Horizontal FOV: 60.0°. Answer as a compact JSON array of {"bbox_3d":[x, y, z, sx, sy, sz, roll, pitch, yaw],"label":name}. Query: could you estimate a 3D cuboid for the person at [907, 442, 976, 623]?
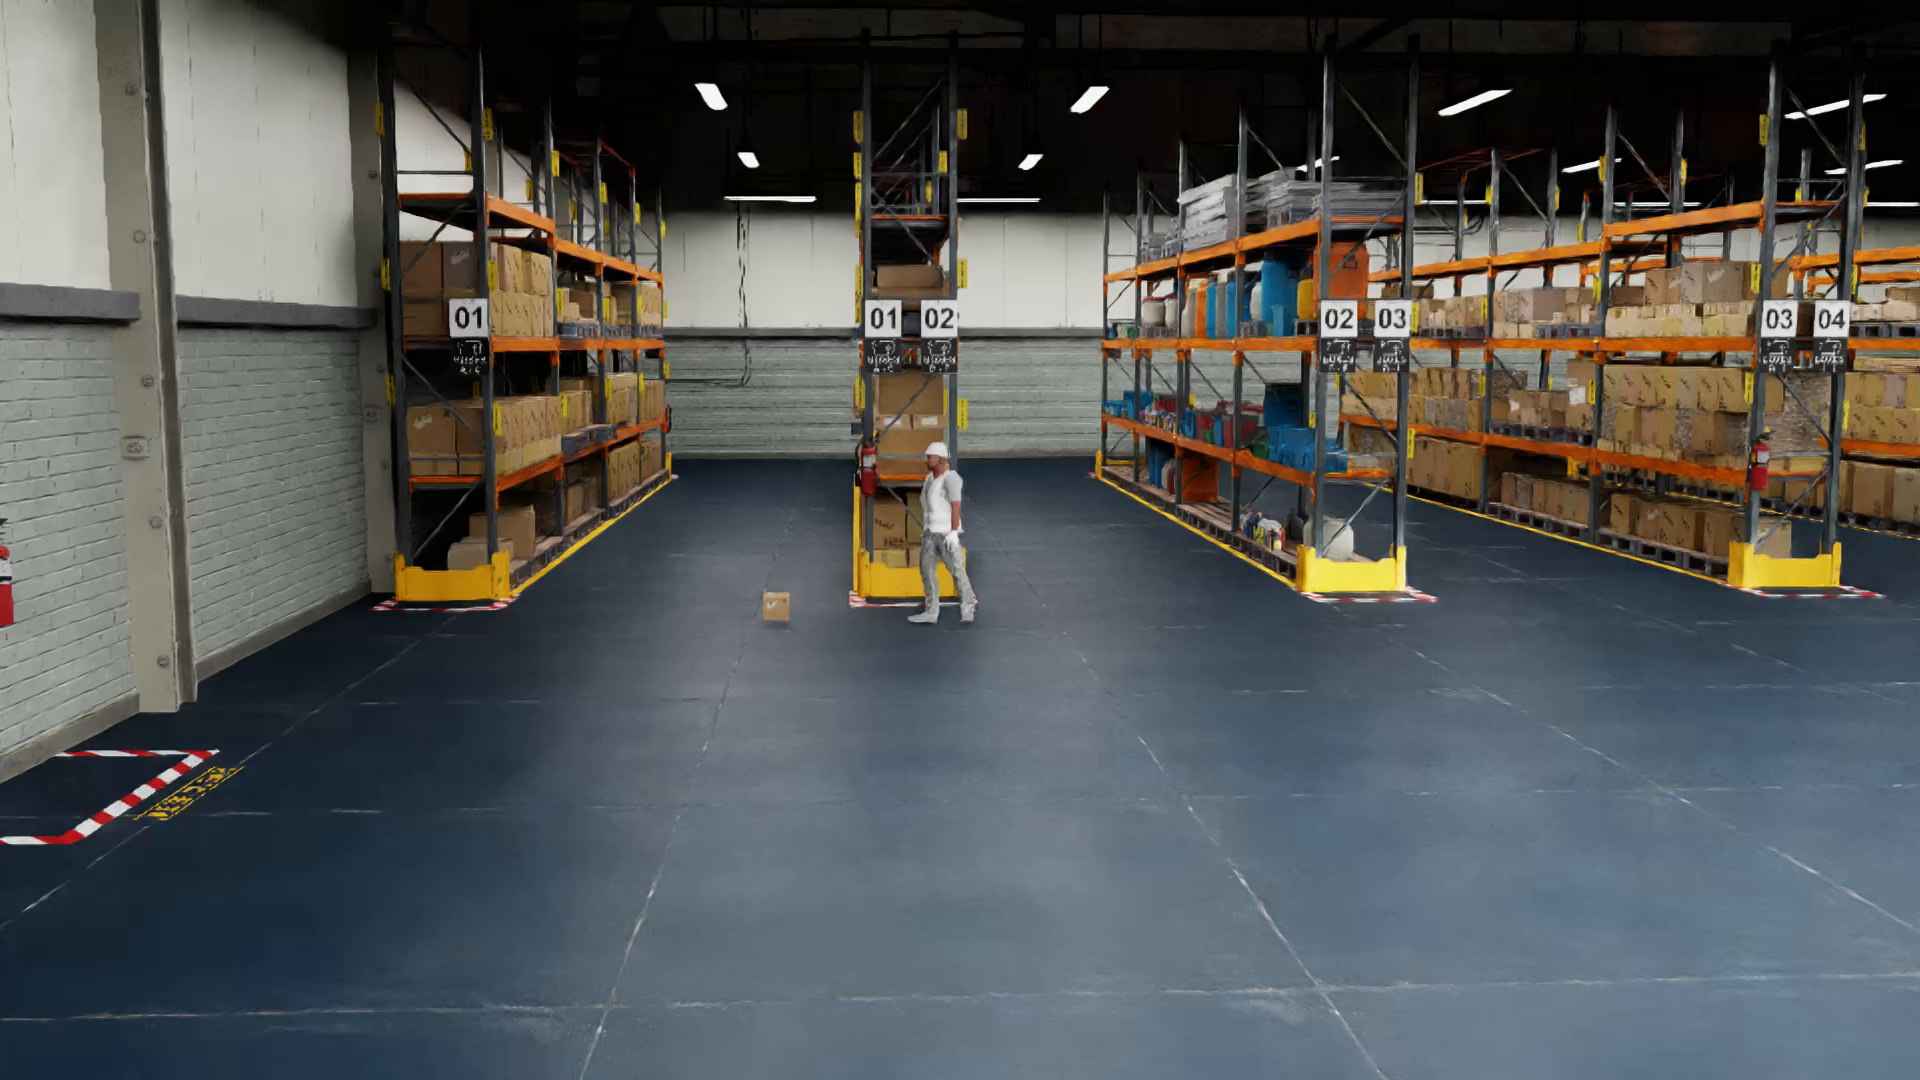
[{"bbox_3d":[-0.183,-0.073,16.292,0.623,1.781,0.693,-4,8,-33],"label":"person"}]
